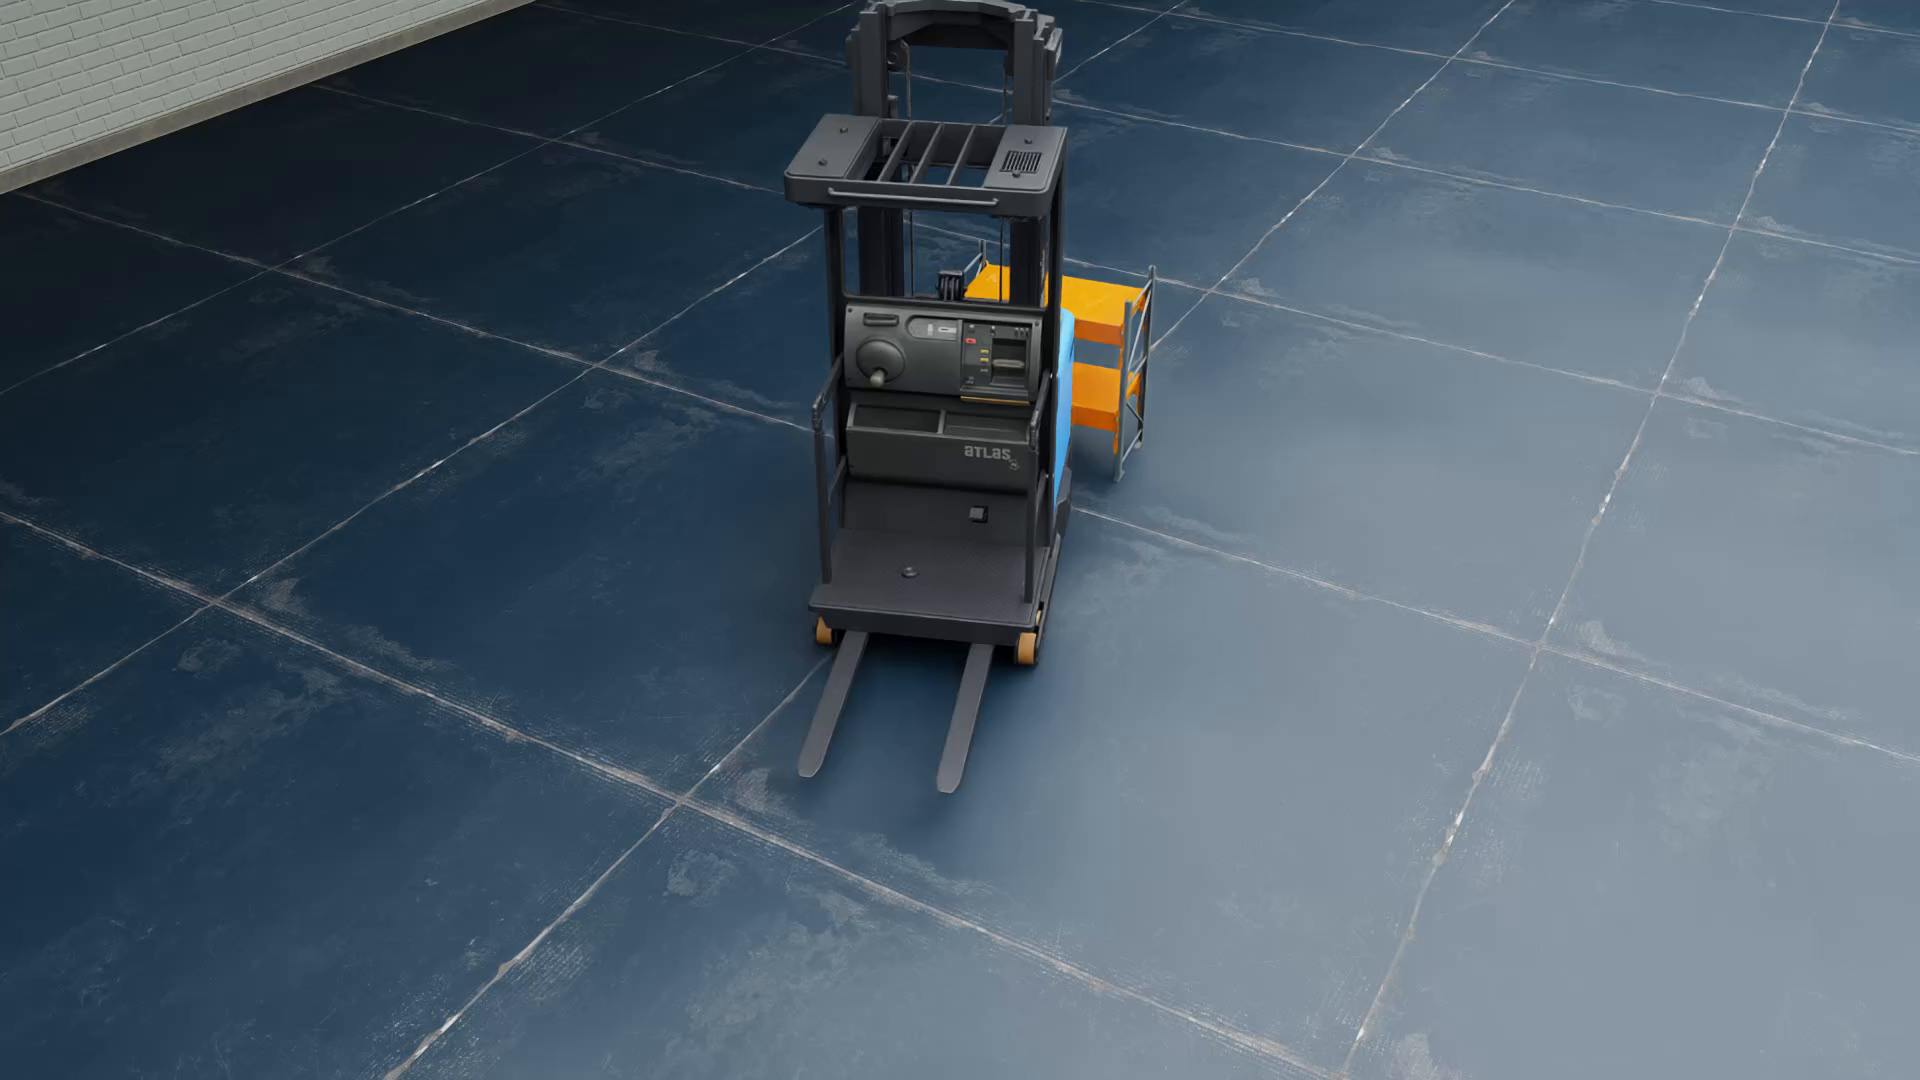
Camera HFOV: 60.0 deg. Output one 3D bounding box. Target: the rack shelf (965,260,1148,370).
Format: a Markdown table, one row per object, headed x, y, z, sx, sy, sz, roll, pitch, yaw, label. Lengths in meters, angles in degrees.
| x | y | z | sx | sy | sz | roll | pitch | yaw | label |
| --- | --- | --- | --- | --- | --- | --- | --- | --- | --- |
| 0.517 | -1.284 | 9.405 | 1.000 | 0.278 | 0.538 | 12 | 36 | 18 | rack shelf |

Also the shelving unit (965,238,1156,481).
| x | y | z | sx | sy | sz | roll | pitch | yaw | label |
| --- | --- | --- | --- | --- | --- | --- | --- | --- | --- |
| 0.517 | -1.040 | 9.567 | 1.048 | 1.125 | 0.538 | 12 | 36 | 18 | shelving unit |

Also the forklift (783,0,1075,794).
| x | y | z | sx | sy | sz | roll | pitch | yaw | label |
| --- | --- | --- | --- | --- | --- | --- | --- | --- | --- |
| -0.116 | -0.824 | 7.613 | 1.130 | 2.935 | 3.031 | 5 | 34 | 8 | forklift |

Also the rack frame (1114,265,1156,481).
| x | y | z | sx | sy | sz | roll | pitch | yaw | label |
| --- | --- | --- | --- | --- | --- | --- | --- | --- | --- |
| 0.989 | -0.936 | 9.412 | 0.032 | 1.125 | 0.500 | 12 | 36 | 18 | rack frame |

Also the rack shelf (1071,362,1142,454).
| x | y | z | sx | sy | sz | roll | pitch | yaw | label |
| --- | --- | --- | --- | --- | --- | --- | --- | --- | --- |
| 0.516 | -0.836 | 9.702 | 1.000 | 0.278 | 0.538 | 12 | 36 | 18 | rack shelf |

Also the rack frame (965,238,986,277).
| x | y | z | sx | sy | sz | roll | pitch | yaw | label |
| --- | --- | --- | --- | --- | --- | --- | --- | --- | --- |
| 0.044 | -1.143 | 9.722 | 0.032 | 1.125 | 0.500 | 12 | 36 | 18 | rack frame |
